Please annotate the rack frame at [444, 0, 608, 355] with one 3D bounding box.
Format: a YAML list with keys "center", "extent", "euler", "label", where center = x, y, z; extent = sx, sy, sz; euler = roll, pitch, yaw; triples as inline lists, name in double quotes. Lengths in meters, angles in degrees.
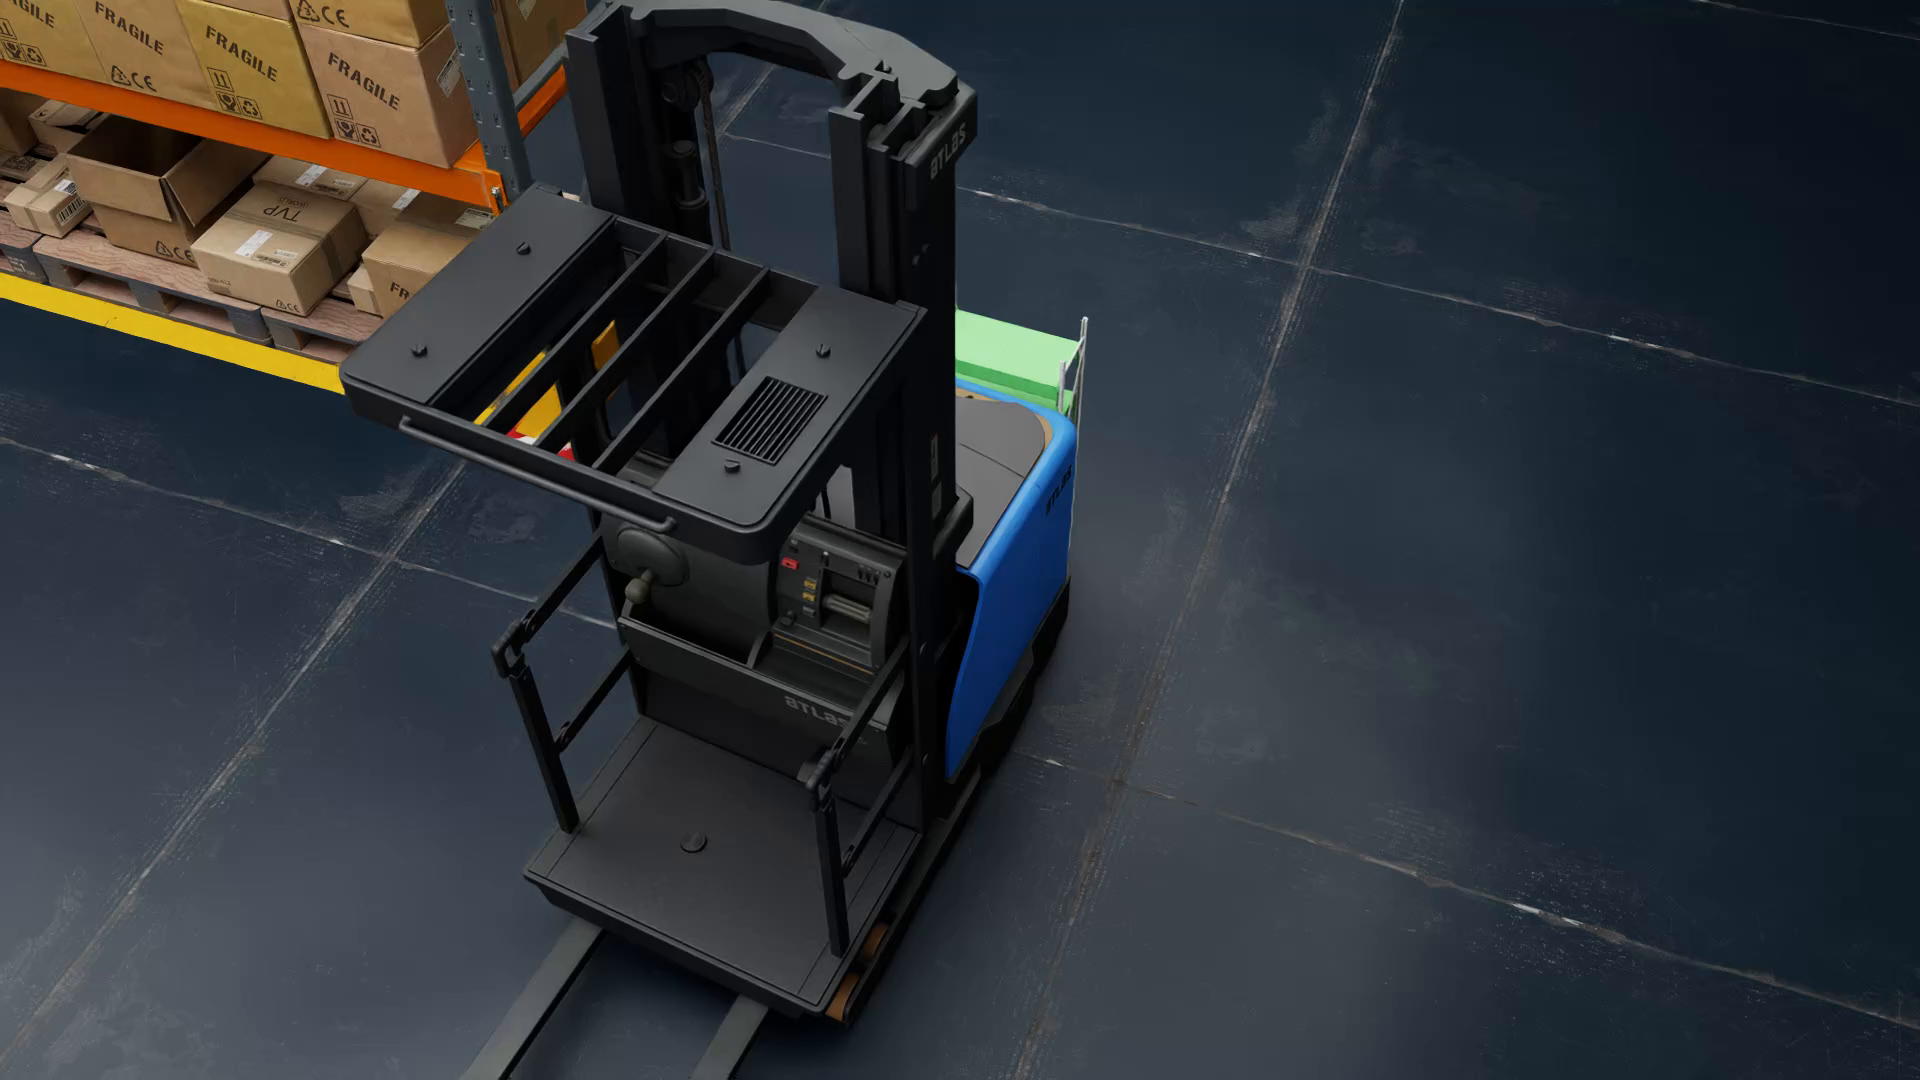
- center: [-1.486, -1.798, 6.190]
  extent: [0.127, 3.000, 1.000]
  euler: [16, 51, 13]
  label: "rack frame"

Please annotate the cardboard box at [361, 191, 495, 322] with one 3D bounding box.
- center: [-2.081, -1.092, 6.941]
  extent: [0.500, 0.500, 0.500]
  euler: [16, 51, 13]
  label: "cardboard box"

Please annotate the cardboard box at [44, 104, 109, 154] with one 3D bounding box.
- center: [-3.902, -1.965, 7.823]
  extent: [0.500, 0.311, 0.500]
  euler: [16, 51, 13]
  label: "cardboard box"

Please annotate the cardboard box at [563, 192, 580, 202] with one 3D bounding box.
- center: [-1.759, -1.362, 7.408]
  extent: [0.250, 0.149, 0.380]
  euler: [16, 51, 13]
  label: "cardboard box"

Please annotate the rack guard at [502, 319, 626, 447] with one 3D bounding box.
- center: [-1.557, -1.000, 7.152]
  extent: [0.348, 0.500, 1.175]
  euler: [16, 51, 13]
  label: "rack guard"

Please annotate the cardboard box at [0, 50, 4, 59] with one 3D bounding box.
- center: [-3.904, -2.288, 6.548]
  extent: [0.500, 0.500, 0.500]
  euler: [15, 51, 13]
  label: "cardboard box"

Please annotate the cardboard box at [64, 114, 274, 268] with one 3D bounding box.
- center: [-3.474, -1.684, 7.452]
  extent: [0.637, 0.503, 0.797]
  euler: [16, 51, 13]
  label: "cardboard box"

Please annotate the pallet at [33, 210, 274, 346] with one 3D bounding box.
- center: [-3.446, -1.434, 7.720]
  extent: [1.213, 0.211, 1.003]
  euler: [16, 51, 13]
  label: "pallet"

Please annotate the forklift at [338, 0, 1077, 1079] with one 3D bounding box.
- center: [-0.692, 0.177, 4.524]
  extent: [1.130, 2.935, 3.031]
  euler: [20, 52, 17]
  label: "forklift"

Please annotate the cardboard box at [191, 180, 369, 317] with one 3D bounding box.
- center: [-2.962, -1.280, 7.269]
  extent: [0.500, 0.250, 0.500]
  euler: [16, 51, 13]
  label: "cardboard box"

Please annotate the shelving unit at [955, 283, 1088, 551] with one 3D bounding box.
- center: [0.160, -0.354, 6.129]
  extent: [0.503, 1.200, 0.258]
  euler: [17, 51, 14]
  label: "shelving unit"

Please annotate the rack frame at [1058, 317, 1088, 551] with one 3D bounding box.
- center: [0.386, -0.284, 6.069]
  extent: [0.015, 1.200, 0.240]
  euler: [17, 51, 14]
  label: "rack frame"

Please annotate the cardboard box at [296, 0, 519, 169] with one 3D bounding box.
- center: [-2.000, -1.756, 6.087]
  extent: [0.500, 0.500, 0.500]
  euler: [17, 51, 14]
  label: "cardboard box"

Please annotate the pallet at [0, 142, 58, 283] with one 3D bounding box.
- center: [-4.594, -1.752, 7.996]
  extent: [1.213, 0.211, 1.003]
  euler: [16, 51, 13]
  label: "pallet"

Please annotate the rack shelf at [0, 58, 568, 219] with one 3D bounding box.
- center: [-3.362, -2.087, 6.916]
  extent: [4.000, 0.370, 1.077]
  euler: [16, 51, 13]
  label: "rack shelf"

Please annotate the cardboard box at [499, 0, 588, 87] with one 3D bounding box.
- center: [-1.811, -2.134, 6.415]
  extent: [0.500, 0.500, 0.500]
  euler: [17, 51, 14]
  label: "cardboard box"

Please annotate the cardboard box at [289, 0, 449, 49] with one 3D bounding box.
- center: [-1.999, -2.080, 5.707]
  extent: [0.500, 0.500, 0.500]
  euler: [15, 51, 13]
  label: "cardboard box"

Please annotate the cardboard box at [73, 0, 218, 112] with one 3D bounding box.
- center: [-2.954, -2.023, 6.319]
  extent: [0.500, 0.500, 0.500]
  euler: [16, 51, 13]
  label: "cardboard box"

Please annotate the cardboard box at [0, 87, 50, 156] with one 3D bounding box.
- center: [-4.605, -2.223, 7.921]
  extent: [0.500, 0.500, 0.500]
  euler: [16, 51, 13]
  label: "cardboard box"

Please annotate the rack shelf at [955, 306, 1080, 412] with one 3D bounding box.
- center: [0.160, -0.626, 5.815]
  extent: [0.480, 0.148, 0.258]
  euler: [17, 51, 14]
  label: "rack shelf"

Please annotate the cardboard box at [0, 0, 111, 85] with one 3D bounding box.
- center: [-3.427, -2.156, 6.434]
  extent: [0.500, 0.500, 0.500]
  euler: [15, 51, 13]
  label: "cardboard box"

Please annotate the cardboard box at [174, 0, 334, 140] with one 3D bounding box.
- center: [-2.488, -1.889, 6.203]
  extent: [0.500, 0.500, 0.500]
  euler: [16, 51, 13]
  label: "cardboard box"

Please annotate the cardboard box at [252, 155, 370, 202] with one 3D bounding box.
- center: [-2.835, -1.647, 7.588]
  extent: [0.500, 0.250, 0.500]
  euler: [16, 51, 13]
  label: "cardboard box"

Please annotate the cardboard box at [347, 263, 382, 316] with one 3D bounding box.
- center: [-2.430, -1.152, 7.214]
  extent: [0.250, 0.166, 0.380]
  euler: [16, 51, 13]
  label: "cardboard box"

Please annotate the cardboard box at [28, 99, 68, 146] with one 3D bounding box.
- center: [-4.233, -2.053, 8.006]
  extent: [0.250, 0.149, 0.380]
  euler: [16, 51, 13]
  label: "cardboard box"

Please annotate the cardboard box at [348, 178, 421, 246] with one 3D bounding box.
- center: [-2.366, -1.516, 7.474]
  extent: [0.500, 0.250, 0.500]
  euler: [16, 51, 13]
  label: "cardboard box"

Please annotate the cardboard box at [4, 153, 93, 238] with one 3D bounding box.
- center: [-4.104, -1.579, 7.584]
  extent: [0.250, 0.166, 0.380]
  euler: [16, 51, 13]
  label: "cardboard box"

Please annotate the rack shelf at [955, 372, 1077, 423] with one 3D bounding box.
- center: [0.160, -0.469, 5.996]
  extent: [0.480, 0.148, 0.258]
  euler: [17, 51, 14]
  label: "rack shelf"

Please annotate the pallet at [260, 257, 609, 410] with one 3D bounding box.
- center: [-2.305, -1.113, 7.442]
  extent: [1.213, 0.211, 1.003]
  euler: [16, 51, 13]
  label: "pallet"

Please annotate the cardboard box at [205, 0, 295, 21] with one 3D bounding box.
- center: [-2.473, -2.212, 5.821]
  extent: [0.500, 0.500, 0.500]
  euler: [17, 51, 14]
  label: "cardboard box"
